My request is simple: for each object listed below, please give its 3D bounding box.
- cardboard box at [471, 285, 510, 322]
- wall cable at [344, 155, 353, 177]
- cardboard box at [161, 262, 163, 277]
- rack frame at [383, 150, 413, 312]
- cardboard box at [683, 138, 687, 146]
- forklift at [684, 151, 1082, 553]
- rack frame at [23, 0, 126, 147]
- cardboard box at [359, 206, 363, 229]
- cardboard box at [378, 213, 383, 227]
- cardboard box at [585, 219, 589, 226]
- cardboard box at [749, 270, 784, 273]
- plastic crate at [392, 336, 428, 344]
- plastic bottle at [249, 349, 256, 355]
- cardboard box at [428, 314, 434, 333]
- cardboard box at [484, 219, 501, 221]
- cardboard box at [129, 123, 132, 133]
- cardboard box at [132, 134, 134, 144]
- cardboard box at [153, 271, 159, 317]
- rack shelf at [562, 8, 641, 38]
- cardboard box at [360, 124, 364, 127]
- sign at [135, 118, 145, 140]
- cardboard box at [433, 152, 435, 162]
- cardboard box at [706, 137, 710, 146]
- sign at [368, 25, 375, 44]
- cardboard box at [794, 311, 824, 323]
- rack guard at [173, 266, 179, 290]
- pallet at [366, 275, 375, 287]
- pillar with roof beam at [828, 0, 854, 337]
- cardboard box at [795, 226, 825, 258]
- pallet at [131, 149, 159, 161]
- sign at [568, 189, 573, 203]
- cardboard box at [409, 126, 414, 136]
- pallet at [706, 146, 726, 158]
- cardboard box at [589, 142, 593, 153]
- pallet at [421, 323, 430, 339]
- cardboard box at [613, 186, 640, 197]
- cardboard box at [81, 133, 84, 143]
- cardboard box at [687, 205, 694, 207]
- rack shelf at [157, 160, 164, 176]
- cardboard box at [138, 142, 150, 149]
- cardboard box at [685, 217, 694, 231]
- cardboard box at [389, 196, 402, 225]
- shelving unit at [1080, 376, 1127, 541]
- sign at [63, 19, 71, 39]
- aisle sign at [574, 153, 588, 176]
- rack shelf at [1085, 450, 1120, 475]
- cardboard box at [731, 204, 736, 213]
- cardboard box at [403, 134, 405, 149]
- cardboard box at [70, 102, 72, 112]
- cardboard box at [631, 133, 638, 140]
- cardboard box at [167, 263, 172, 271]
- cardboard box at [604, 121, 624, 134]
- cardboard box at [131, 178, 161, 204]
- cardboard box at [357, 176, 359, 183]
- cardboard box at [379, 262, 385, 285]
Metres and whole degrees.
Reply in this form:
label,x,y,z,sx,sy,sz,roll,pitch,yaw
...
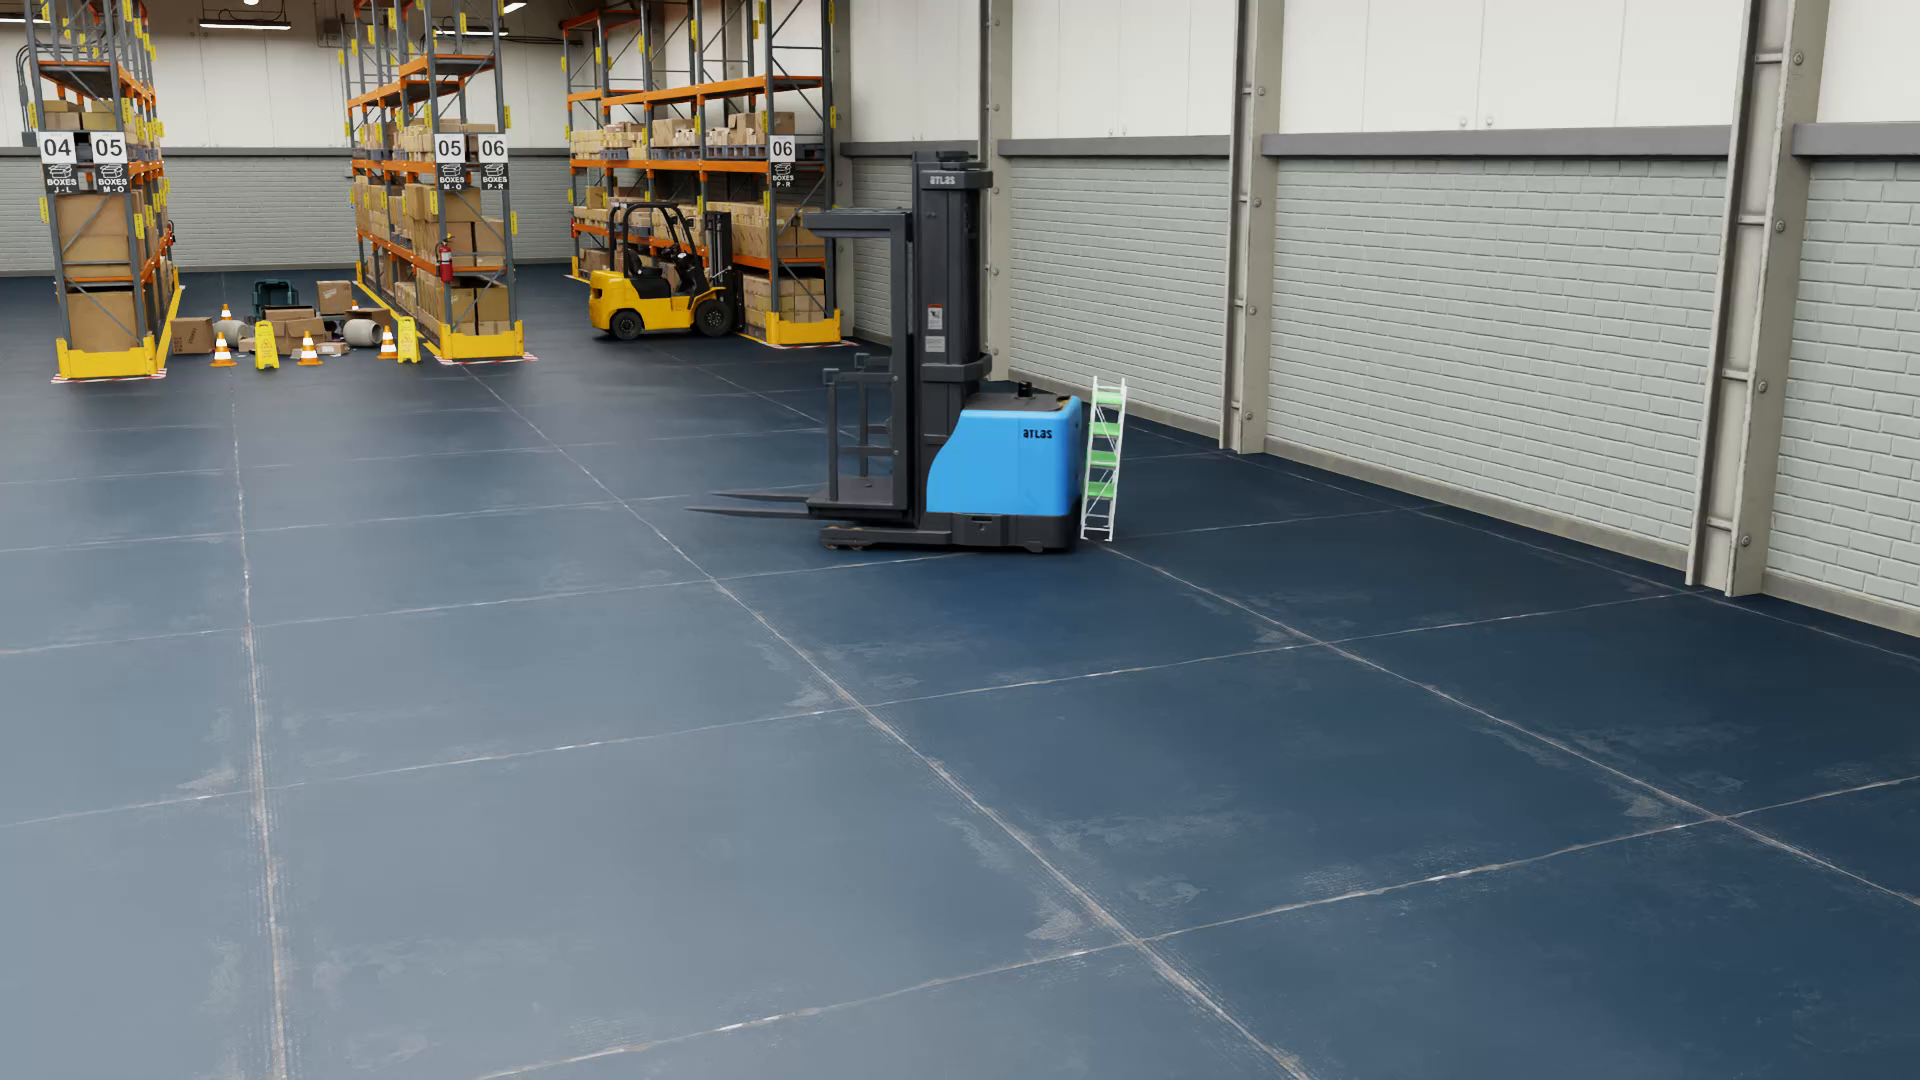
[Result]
label,x,y,z,sx,sy,sz,roll,pitch,yaw
cardboard box,-7.126,-3.603,25.289,0.500,0.500,0.500,-6,14,-25
wall cable,-15.735,-9.155,43.451,0.585,1.953,0.123,-6,14,-23
cardboard box,-15.003,-4.982,30.694,0.500,0.250,0.500,-6,14,-24
rack frame,-10.250,-5.829,31.403,1.000,3.000,0.127,-6,14,-23
cardboard box,-4.820,-7.244,30.268,0.380,0.149,0.250,-6,14,-23
forklift,-0.604,-1.471,12.725,3.031,2.935,1.130,2,13,10
rack frame,-11.541,-6.631,21.564,1.000,3.000,0.127,-6,14,-23
cardboard box,-13.110,-7.197,37.091,0.500,0.500,0.500,-6,14,-23
cardboard box,-11.110,-6.286,32.602,0.500,0.250,0.500,-6,14,-24
cardboard box,-8.558,-7.445,38.943,0.380,0.149,0.250,-6,14,-25
cardboard box,-3.320,-4.511,28.656,0.500,0.250,0.500,-6,14,-23
plastic crate,-8.771,-3.182,26.440,0.402,0.080,0.583,-12,18,-42
plastic bottle,-10.570,-2.824,24.935,0.133,0.061,0.283,-12,18,-42
cardboard box,-8.031,-3.399,26.072,0.500,0.250,0.500,-6,14,-25
cardboard box,-7.192,-4.600,25.209,0.500,0.500,0.500,-5,14,-21
cardboard box,-12.106,-5.930,23.709,0.500,0.250,0.500,-6,14,-23
cardboard box,-12.092,-5.765,23.880,0.380,0.149,0.250,-6,14,-23
cardboard box,-14.231,-4.155,28.230,1.050,0.750,0.750,-5,14,-22
rack shelf,-8.107,-11.709,37.730,1.077,0.370,4.000,-6,14,-23
cardboard box,-12.785,-8.815,36.278,0.500,0.500,0.500,-5,14,-22
sign,-12.635,-6.337,25.623,0.100,0.325,0.005,-6,14,-23
cardboard box,-7.445,-5.564,24.161,0.380,0.149,0.250,-6,14,-23
cardboard box,-4.200,-6.924,28.885,0.380,0.149,0.250,-5,14,-22
sign,-10.758,-9.233,30.384,0.100,0.325,0.005,-6,14,-23
cardboard box,-2.517,-3.610,26.980,0.500,0.250,0.500,-6,14,-23
rack guard,-17.920,-5.780,36.737,1.175,0.500,0.348,-6,14,-23
pallet,-13.063,-5.965,38.176,1.003,0.211,1.213,-6,14,-23
pillar with roof beam,-5.897,-7.385,24.819,9.100,9.000,0.400,-6,14,-23
cardboard box,-2.443,-4.802,26.742,0.500,0.500,0.500,-5,14,-21
pallet,-14.439,-6.602,28.510,1.213,0.211,1.003,-5,14,-20
sign,-9.406,-8.304,40.176,0.100,0.325,0.005,-6,14,-23
cardboard box,-8.512,-6.472,26.319,0.380,0.149,0.250,-6,14,-23
pallet,-3.736,-6.696,28.694,1.003,0.211,1.213,-6,14,-23
cardboard box,-8.141,-8.928,37.814,0.500,0.250,0.500,-5,14,-22
pallet,-8.347,-3.509,27.561,1.003,0.211,1.213,-6,14,-23
cardboard box,-7.659,-7.873,38.246,0.500,0.500,0.500,-6,14,-25
cardboard box,-12.797,-5.758,23.848,0.380,0.149,0.250,-6,14,-23
cardboard box,-5.133,-6.491,32.603,0.380,0.149,0.250,-6,14,-23
rack shelf,-17.149,-7.712,34.480,1.077,0.370,4.000,-6,14,-23
cardboard box,-14.730,-7.013,29.645,0.500,0.500,0.500,-6,14,-23
cardboard box,-4.745,-5.806,30.529,0.500,0.250,0.500,-6,14,-24
cardboard box,-10.282,-6.113,30.819,0.500,0.500,0.500,-6,14,-25
shelving unit,1.112,-0.641,12.938,0.258,1.200,0.503,5,13,3
sign,-15.239,-8.726,28.370,0.100,0.325,0.005,-6,14,-23
aisle sign,-9.205,-9.185,40.138,0.394,0.787,0.004,-6,14,-23
rack shelf,1.107,-0.579,12.952,0.258,0.148,0.480,5,13,3
cardboard box,-3.657,-5.610,28.136,0.380,0.149,0.250,-6,14,-23
cardboard box,-9.213,-6.808,28.383,0.500,0.250,0.500,-5,14,-22
cardboard box,-12.188,-5.833,22.402,0.380,0.149,0.250,-5,14,-22
cardboard box,-6.529,-8.266,34.069,0.380,0.149,0.250,-6,14,-24
cardboard box,-17.033,-5.824,35.454,0.380,0.149,0.250,-5,14,-21
cardboard box,-7.505,-8.950,36.061,0.396,0.266,0.258,-6,14,-24
cardboard box,-16.305,-6.984,33.292,0.500,0.500,0.500,-5,14,-22
cardboard box,-13.275,-8.071,37.212,0.380,0.149,0.250,-6,14,-25
cardboard box,-12.006,-5.751,35.818,0.875,0.438,0.875,-6,14,-24
